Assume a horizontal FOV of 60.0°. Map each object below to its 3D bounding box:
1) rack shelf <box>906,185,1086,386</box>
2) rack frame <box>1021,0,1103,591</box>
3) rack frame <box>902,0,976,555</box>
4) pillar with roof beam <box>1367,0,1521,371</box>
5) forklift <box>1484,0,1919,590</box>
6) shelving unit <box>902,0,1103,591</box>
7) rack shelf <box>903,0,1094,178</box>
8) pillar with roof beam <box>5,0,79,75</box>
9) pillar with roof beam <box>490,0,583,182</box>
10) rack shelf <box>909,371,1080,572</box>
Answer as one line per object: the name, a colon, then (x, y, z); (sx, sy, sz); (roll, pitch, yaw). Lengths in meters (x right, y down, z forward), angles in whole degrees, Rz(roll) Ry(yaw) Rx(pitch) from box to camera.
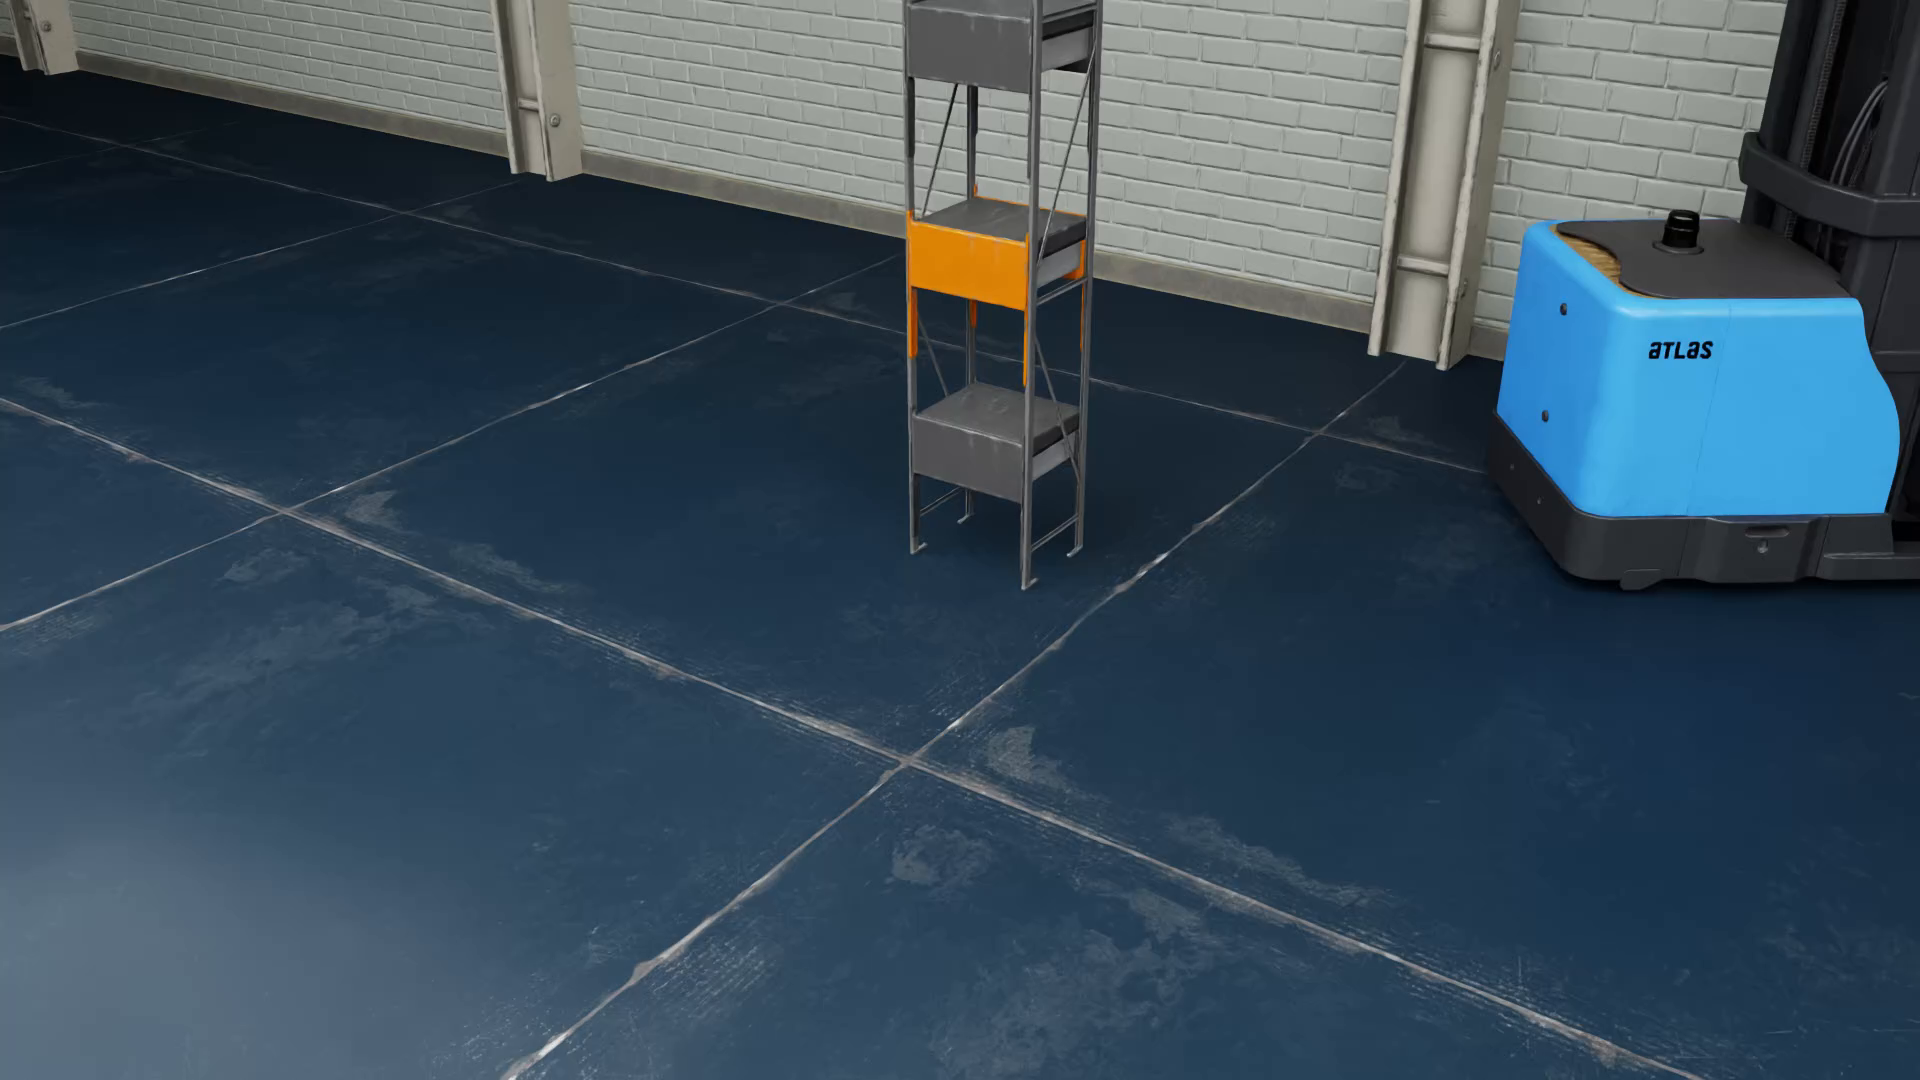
rack shelf: (0.136, -0.881, 5.696); (0.480, 0.518, 0.431); (17, 32, 30)
rack frame: (0.338, -0.831, 5.567); (0.015, 2.100, 0.400); (17, 32, 30)
rack frame: (-0.065, -0.956, 5.813); (0.015, 2.100, 0.400); (17, 32, 30)
pillar with roof beam: (-0.226, -3.304, 2.820); (0.400, 9.000, 9.100); (17, 32, 30)
forklift: (3.629, -1.359, 5.690); (3.031, 2.935, 1.130); (-1, 27, -2)
shelving unit: (0.136, -0.893, 5.690); (0.503, 2.100, 0.431); (17, 32, 30)
rack shelf: (0.136, -1.505, 5.379); (0.480, 0.518, 0.431); (17, 32, 30)
pillar with roof beam: (-10.118, -6.385, 8.875); (0.400, 9.000, 9.100); (17, 32, 30)
pillar with roof beam: (-5.172, -4.844, 5.847); (0.400, 9.000, 9.100); (17, 32, 30)
rack shelf: (0.136, -0.257, 6.014); (0.480, 0.518, 0.431); (17, 32, 30)
